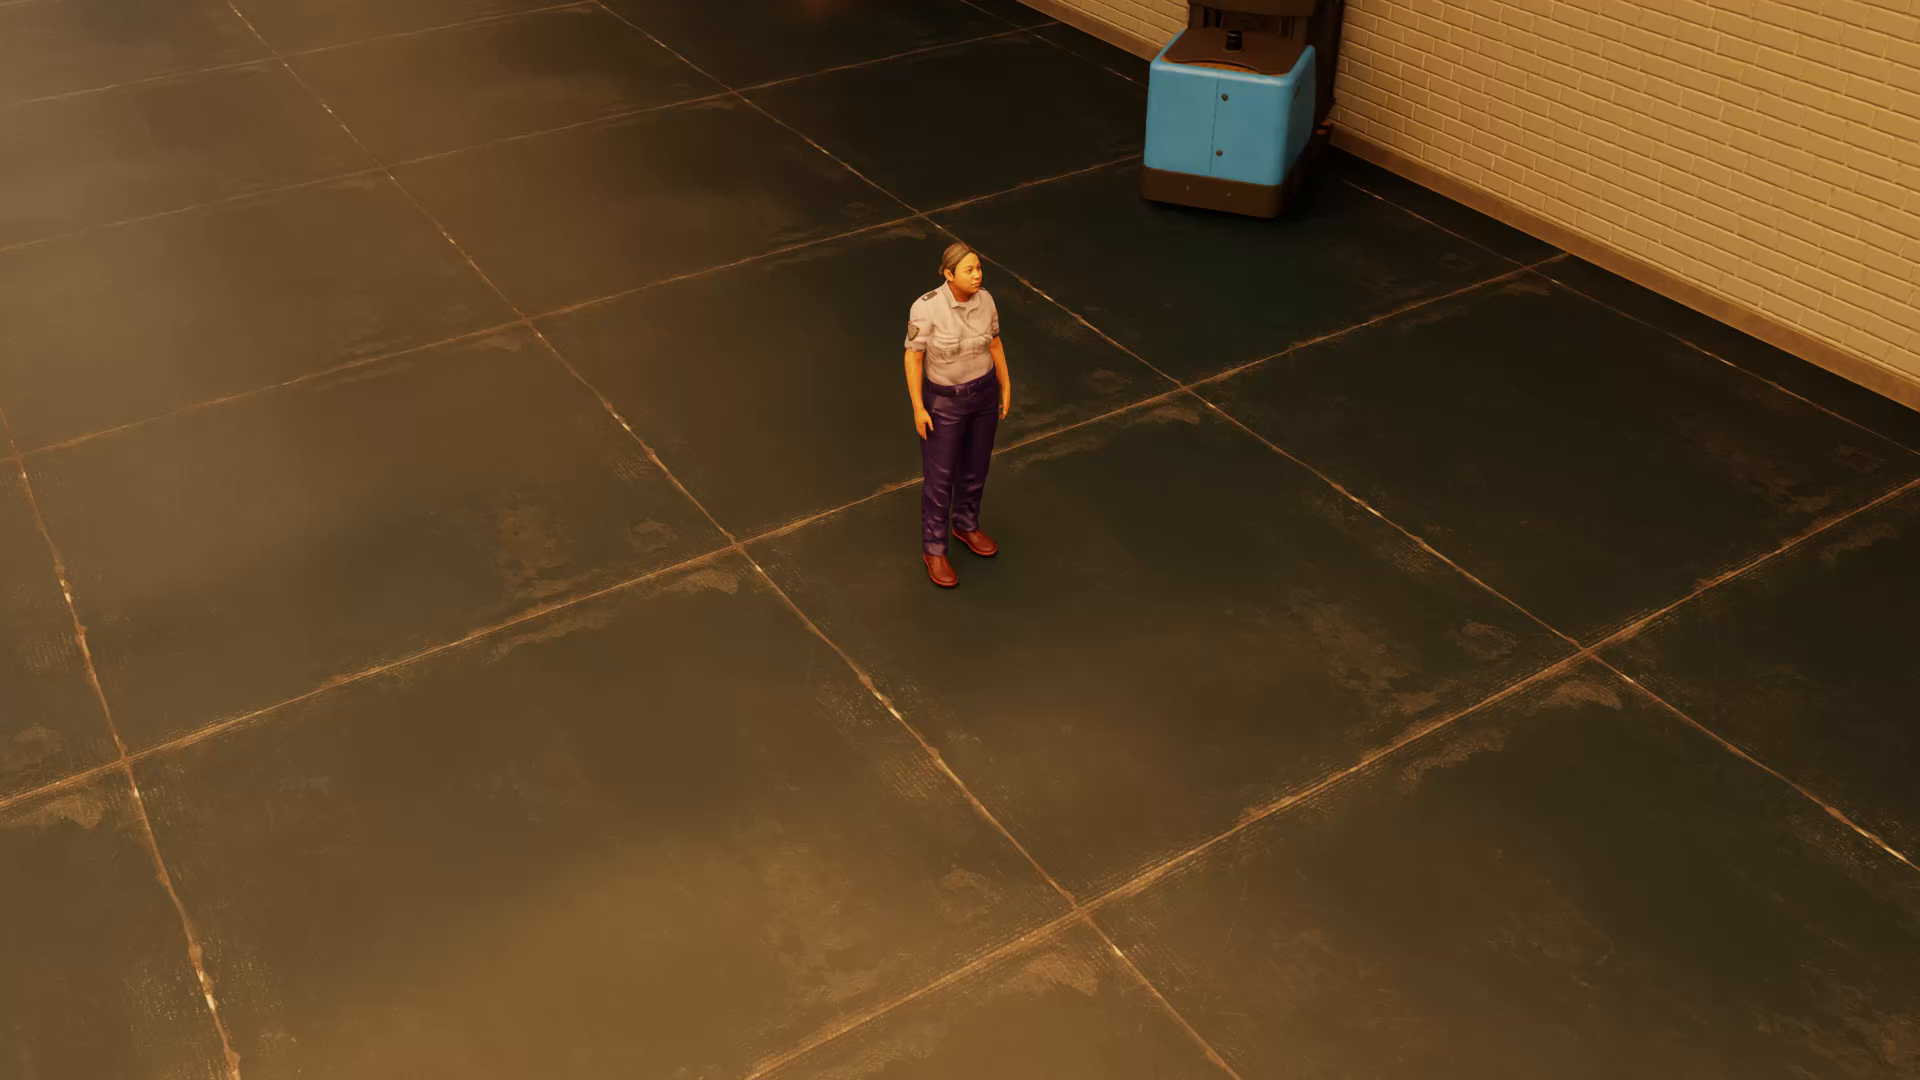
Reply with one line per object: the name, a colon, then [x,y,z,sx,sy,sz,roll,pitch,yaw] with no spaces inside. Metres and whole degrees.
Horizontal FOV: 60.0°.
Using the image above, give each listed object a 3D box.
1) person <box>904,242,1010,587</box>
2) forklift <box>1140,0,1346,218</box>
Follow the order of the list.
person: [0.030,-0.629,8.147,0.598,1.651,0.502,-21,40,-27]
forklift: [2.335,-4.331,12.311,1.130,2.935,3.031,13,37,18]
